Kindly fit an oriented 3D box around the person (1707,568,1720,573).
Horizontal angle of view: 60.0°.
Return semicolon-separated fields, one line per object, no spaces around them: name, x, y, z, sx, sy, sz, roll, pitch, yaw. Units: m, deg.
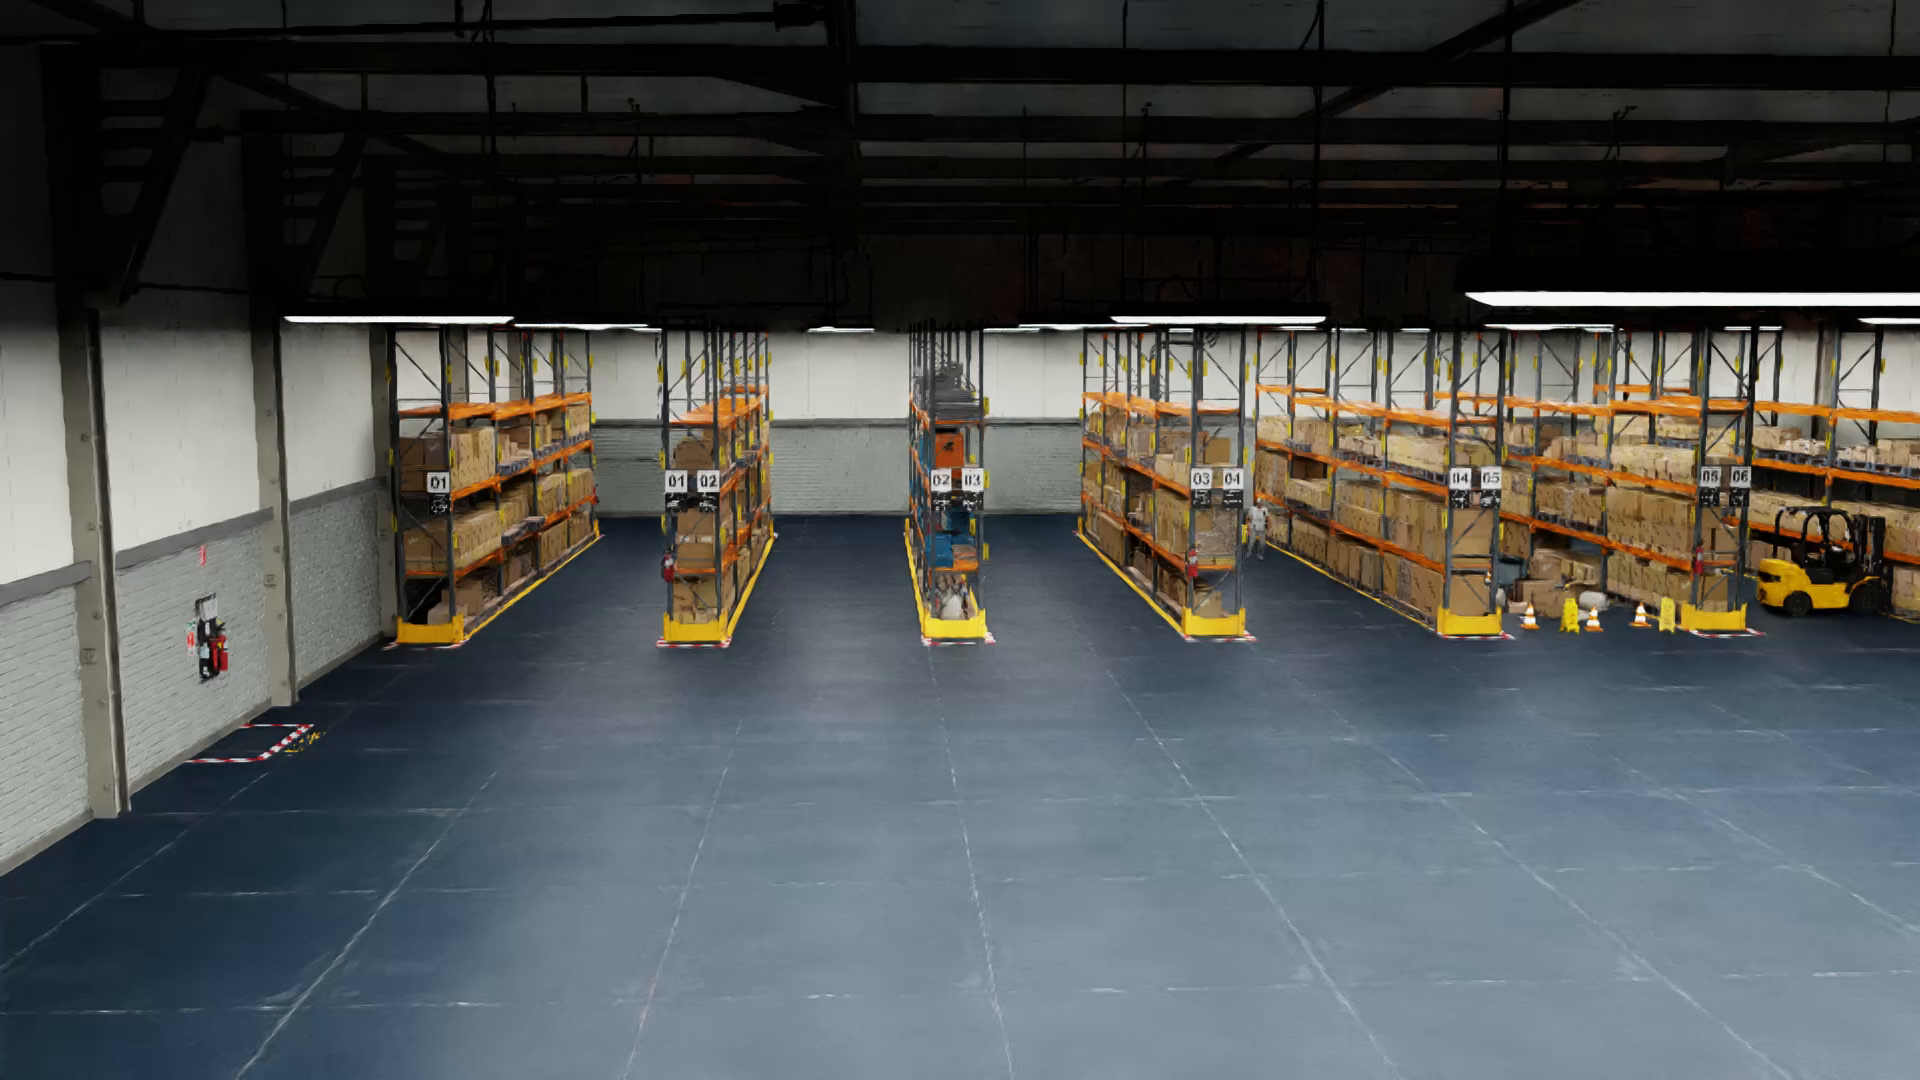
person;16.212;0.392;35.897;0.577;1.785;0.655;4;8;29

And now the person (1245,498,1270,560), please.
person;7.568;-0.286;42.283;0.625;1.611;0.575;-1;7;-5
